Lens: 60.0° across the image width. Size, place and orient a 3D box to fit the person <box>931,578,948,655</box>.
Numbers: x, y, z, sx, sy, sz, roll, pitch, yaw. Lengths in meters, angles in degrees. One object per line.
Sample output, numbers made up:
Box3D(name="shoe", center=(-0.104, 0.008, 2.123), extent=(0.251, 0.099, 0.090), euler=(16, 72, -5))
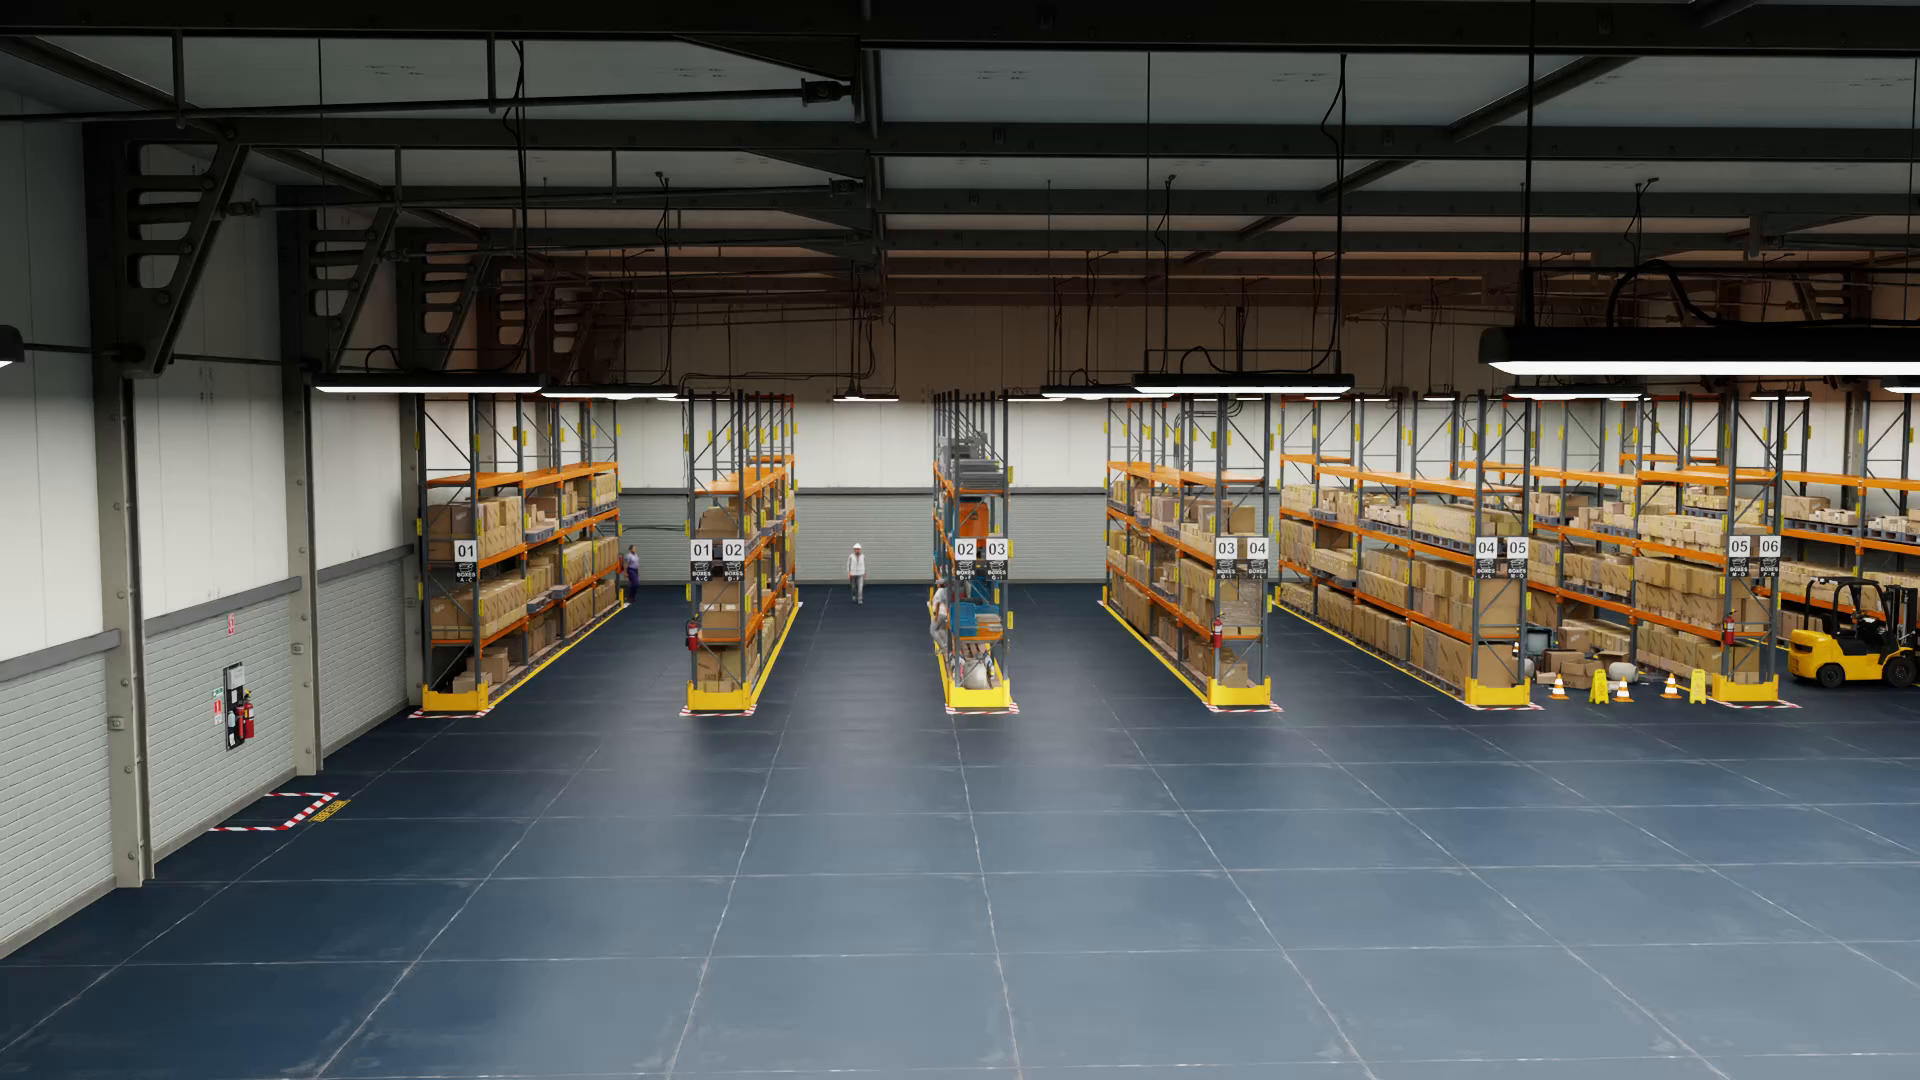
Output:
Box3D(name="person", center=(-0.391, 1.687, 36.857), extent=(0.432, 1.681, 0.505), euler=(5, 6, 44))

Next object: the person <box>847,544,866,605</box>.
Box3D(name="person", center=(-2.969, 0.967, 47.724), extent=(0.567, 1.721, 1.079), euler=(0, 5, -5))

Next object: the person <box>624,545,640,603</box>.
Box3D(name="person", center=(-9.459, 0.982, 48.159), extent=(0.452, 1.689, 0.509), euler=(1, 5, 13))
